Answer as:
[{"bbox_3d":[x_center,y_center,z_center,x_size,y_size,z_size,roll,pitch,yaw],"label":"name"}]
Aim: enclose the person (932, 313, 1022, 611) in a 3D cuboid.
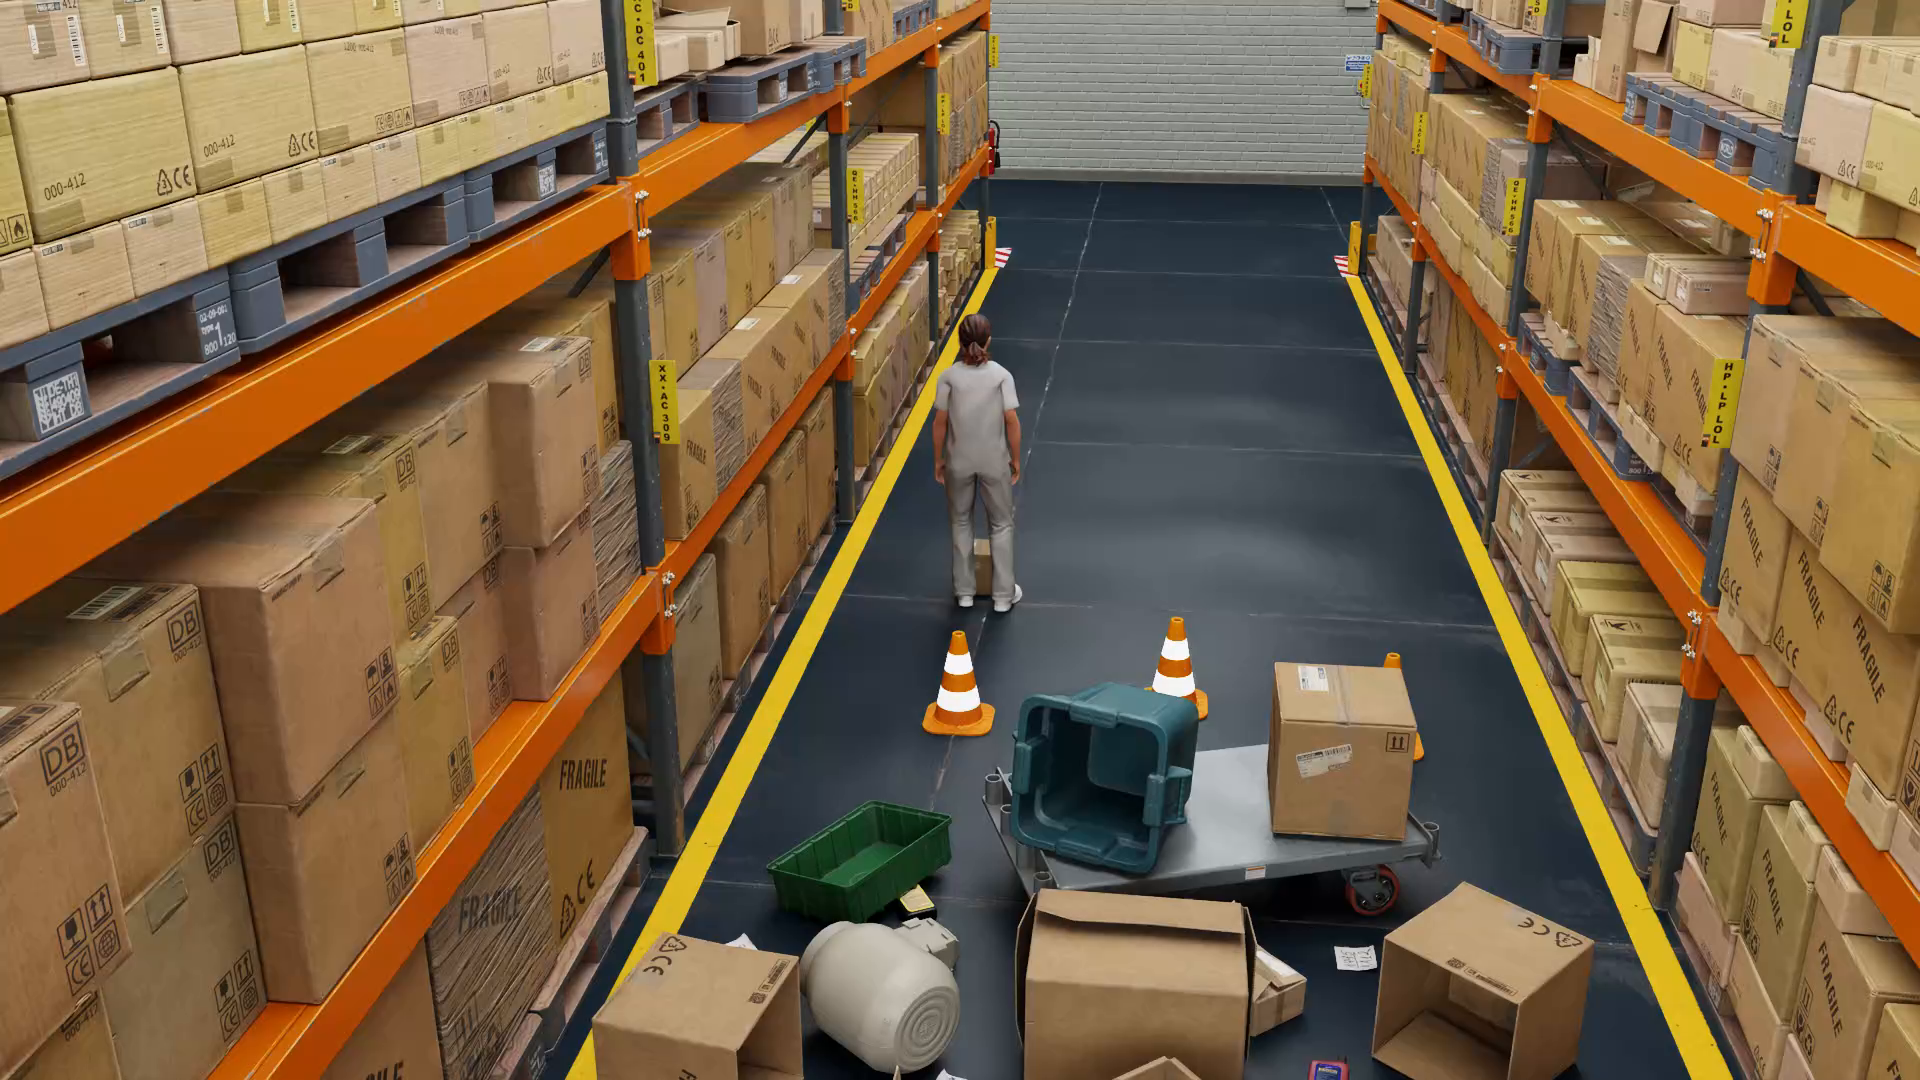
[{"bbox_3d":[0.101,-0.425,9.181,0.499,1.671,0.416,1,21,3],"label":"person"}]
